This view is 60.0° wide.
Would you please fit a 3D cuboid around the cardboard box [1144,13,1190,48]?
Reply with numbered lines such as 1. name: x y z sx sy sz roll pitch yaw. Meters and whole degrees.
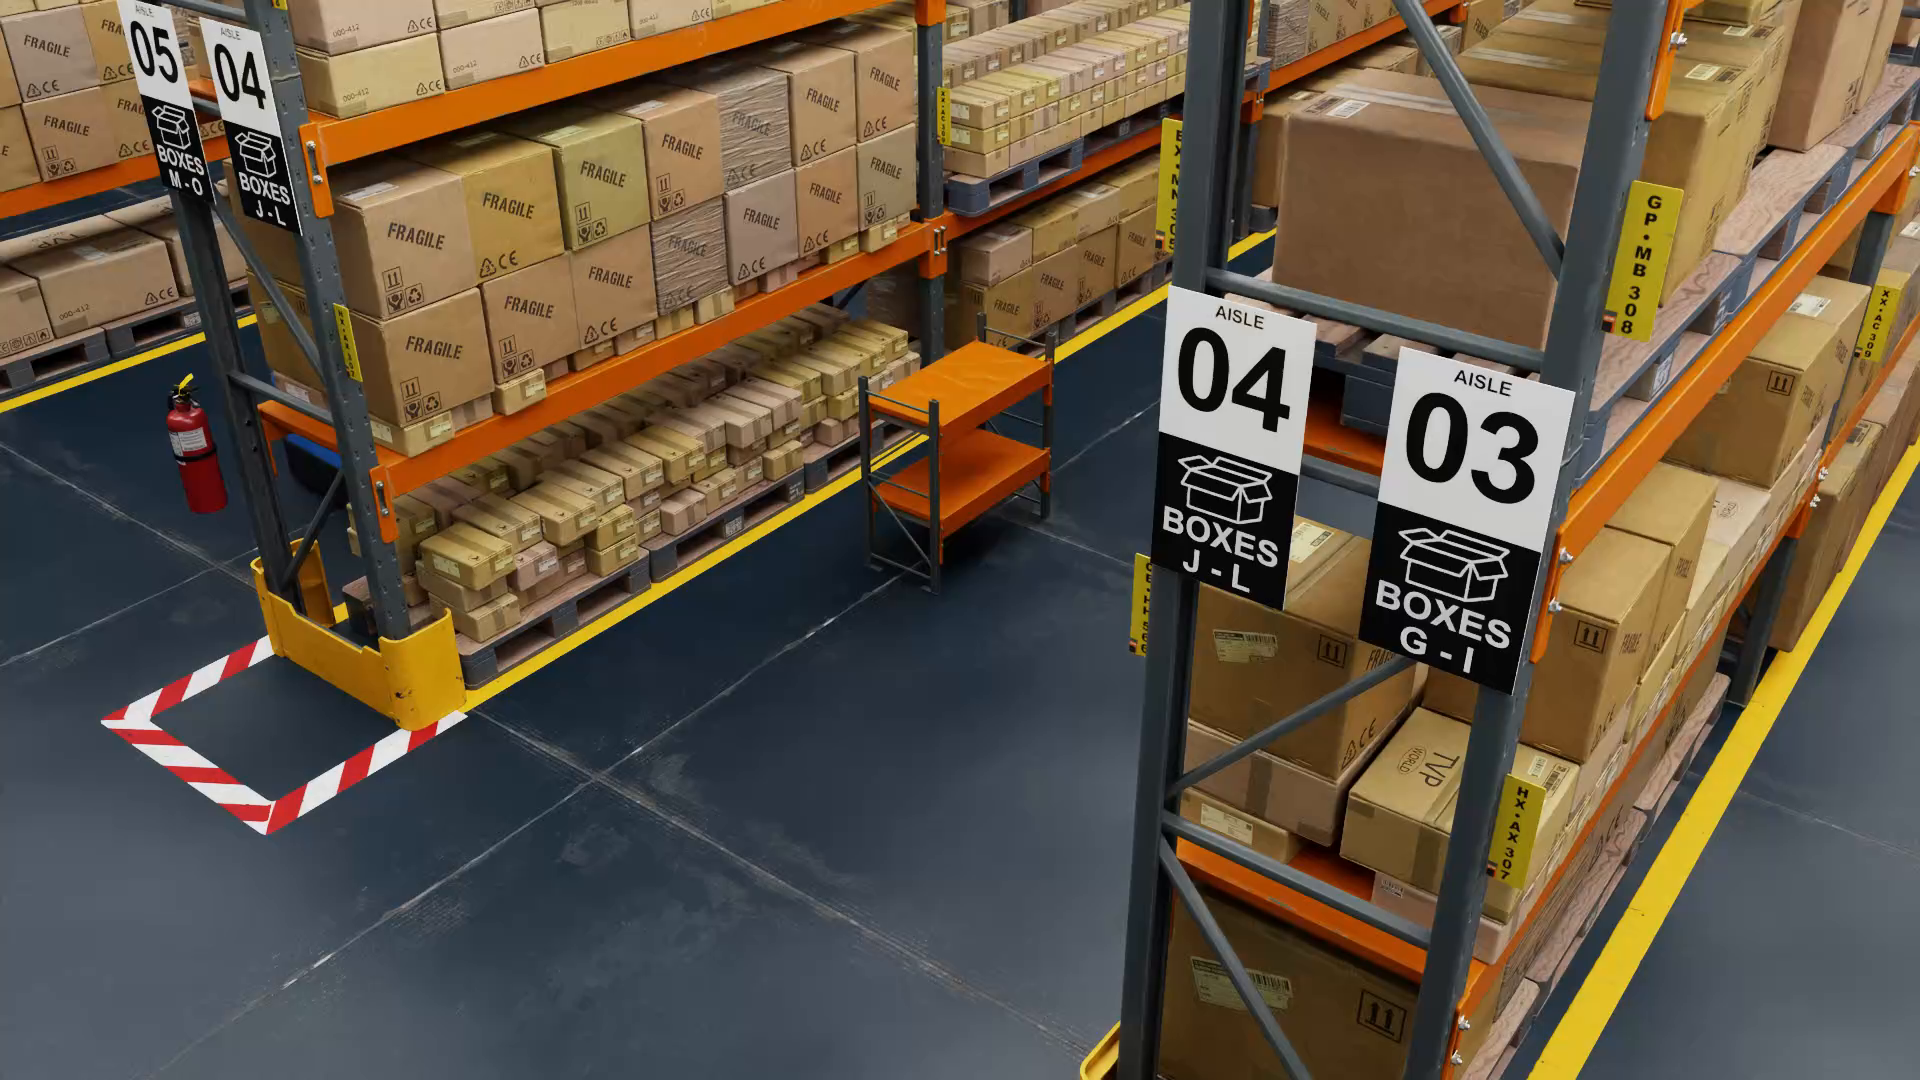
1. cardboard box: 1.482 -3.526 11.509 0.380 0.149 0.250 22 37 33

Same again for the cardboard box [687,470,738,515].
1. cardboard box: -1.453 -0.305 9.208 0.380 0.149 0.250 21 37 31

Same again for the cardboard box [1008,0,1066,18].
1. cardboard box: 0.860 -6.118 18.917 0.500 0.250 0.500 19 36 29

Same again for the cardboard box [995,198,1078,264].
1. cardboard box: 0.444 -2.094 11.145 0.500 0.250 0.500 22 37 33

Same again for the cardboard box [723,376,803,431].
1. cardboard box: -1.116 -0.776 9.418 0.380 0.149 0.250 19 36 29

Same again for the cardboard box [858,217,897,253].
1. cardboard box: -0.587 -1.795 9.584 0.380 0.149 0.250 20 36 30

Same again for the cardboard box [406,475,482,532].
1. cardboard box: -2.632 -0.192 8.432 0.380 0.149 0.250 22 37 32

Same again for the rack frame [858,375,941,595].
1. rack frame: -0.311 -0.275 8.610 0.500 1.125 0.032 21 37 31

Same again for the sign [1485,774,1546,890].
1. sign: 1.385 0.730 4.149 0.100 0.325 0.005 21 37 31

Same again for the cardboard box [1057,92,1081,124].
1. cardboard box: 0.539 -2.766 10.517 0.380 0.149 0.250 19 36 29

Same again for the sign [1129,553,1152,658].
1. sign: 0.522 0.191 4.618 0.100 0.325 0.005 21 37 31

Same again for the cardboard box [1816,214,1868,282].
1. cardboard box: 3.740 -1.399 7.586 0.797 0.503 0.637 20 36 30

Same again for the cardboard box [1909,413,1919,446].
1. cardboard box: 5.342 -1.281 10.141 1.225 0.875 0.875 19 36 29

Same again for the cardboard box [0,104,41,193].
1. cardboard box: -6.153 -2.450 10.344 0.500 0.500 0.500 21 36 31

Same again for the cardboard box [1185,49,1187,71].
1. cardboard box: 1.479 -3.397 11.582 0.380 0.149 0.250 21 37 31

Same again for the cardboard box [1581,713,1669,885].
1. cardboard box: 2.355 0.681 6.831 0.875 0.875 0.875 21 37 31

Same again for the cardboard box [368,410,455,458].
1. cardboard box: -2.490 -0.527 7.443 0.380 0.149 0.250 21 36 31

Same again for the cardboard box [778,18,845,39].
1. cardboard box: -0.999 -2.722 9.531 0.500 0.500 0.500 22 37 32

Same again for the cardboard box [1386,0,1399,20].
1. cardboard box: 3.585 -4.819 14.342 0.500 0.500 0.500 22 37 32

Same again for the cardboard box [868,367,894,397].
1. cardboard box: -0.623 -0.972 10.041 0.380 0.149 0.250 19 36 29

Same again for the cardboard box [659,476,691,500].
1. cardboard box: -1.682 -0.372 9.028 0.380 0.149 0.250 23 38 34

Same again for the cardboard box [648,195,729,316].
1. cardboard box: -1.545 -1.502 8.452 0.500 0.500 0.500 20 36 30

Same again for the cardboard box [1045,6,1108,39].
1. cardboard box: 0.815 -3.629 11.683 0.380 0.149 0.250 23 38 33

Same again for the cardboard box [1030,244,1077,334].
1. cardboard box: 0.443 -1.769 11.333 0.500 0.500 0.500 23 38 33

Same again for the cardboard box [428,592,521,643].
1. cardboard box: -2.376 0.327 8.140 0.380 0.149 0.250 22 37 32

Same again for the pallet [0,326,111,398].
1. pallet: -6.534 -1.236 11.128 1.003 0.211 1.213 21 37 31

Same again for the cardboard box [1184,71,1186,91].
1. cardboard box: 1.491 -3.281 11.679 0.380 0.149 0.250 21 36 31

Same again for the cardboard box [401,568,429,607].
1. cardboard box: -2.796 0.164 8.416 0.380 0.149 0.250 22 37 32

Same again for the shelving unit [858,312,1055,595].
1. shelving unit: -0.004 -0.481 8.959 0.538 1.125 1.048 21 37 31

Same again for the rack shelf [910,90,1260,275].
1. rack shelf: 0.675 -2.733 11.625 1.077 0.370 4.000 21 37 31

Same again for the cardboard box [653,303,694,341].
1. cardboard box: -1.589 -1.176 8.539 0.380 0.149 0.250 23 37 33

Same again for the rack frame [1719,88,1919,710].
1. rack frame: 3.361 -0.662 7.425 1.000 3.000 0.127 21 37 31

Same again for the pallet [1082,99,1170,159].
1. pallet: 0.720 -2.956 11.484 1.003 0.211 1.213 21 37 31

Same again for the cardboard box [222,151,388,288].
1. cardboard box: -2.869 -1.468 7.414 0.500 0.500 0.500 20 36 30

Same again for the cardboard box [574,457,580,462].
1. cardboard box: -2.242 -0.415 9.100 0.380 0.149 0.250 22 37 32

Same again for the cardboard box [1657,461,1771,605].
1. cardboard box: 2.685 -0.047 6.242 0.500 0.250 0.500 22 37 32

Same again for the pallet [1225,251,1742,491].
1. pallet: 1.386 -0.593 4.454 1.003 0.211 1.213 21 37 31

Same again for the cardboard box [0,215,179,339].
1. cardboard box: -6.090 -1.838 11.511 0.875 0.438 0.875 22 37 33

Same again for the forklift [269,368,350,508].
1. forklift: -2.599 -2.016 9.777 1.130 2.935 3.031 24 38 34

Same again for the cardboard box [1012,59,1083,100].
1. cardboard box: 0.545 -2.896 10.446 0.380 0.149 0.250 21 36 31

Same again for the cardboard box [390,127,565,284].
1. cardboard box: -2.165 -1.513 7.490 0.500 0.500 0.500 22 37 33

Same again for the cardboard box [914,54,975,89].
1. cardboard box: -0.127 -2.995 10.613 0.380 0.149 0.250 20 36 30

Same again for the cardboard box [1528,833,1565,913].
1. cardboard box: 1.577 0.924 4.995 0.380 0.149 0.250 21 36 31

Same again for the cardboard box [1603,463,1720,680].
1. cardboard box: 2.061 0.050 5.343 0.500 0.500 0.500 20 36 30

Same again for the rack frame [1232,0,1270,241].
1. rack frame: 1.882 -3.856 12.814 1.000 3.000 0.127 21 37 31

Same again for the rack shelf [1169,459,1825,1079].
1. rack shelf: 2.153 0.460 6.237 1.077 0.370 4.000 21 37 31

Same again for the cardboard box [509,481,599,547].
1. cardboard box: -2.035 -0.135 8.336 0.380 0.149 0.250 21 37 31

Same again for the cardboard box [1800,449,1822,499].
1. cardboard box: 3.438 -0.329 7.110 0.380 0.149 0.250 21 37 32

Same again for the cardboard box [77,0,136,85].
1. cardboard box: -5.527 -3.294 10.787 0.500 0.500 0.500 21 37 31

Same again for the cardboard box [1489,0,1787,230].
1. cardboard box: 1.927 -1.238 4.847 0.700 0.500 0.500 18 35 28

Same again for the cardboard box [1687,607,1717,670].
1. cardboard box: 2.508 0.296 6.054 0.380 0.149 0.250 22 37 32

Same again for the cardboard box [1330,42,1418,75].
1. cardboard box: 3.408 -4.023 14.892 1.050 0.750 0.750 21 37 31

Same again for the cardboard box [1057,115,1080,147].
1. cardboard box: 0.541 -2.638 10.593 0.380 0.149 0.250 22 37 32

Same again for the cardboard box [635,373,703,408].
1. cardboard box: -1.689 -0.824 9.500 0.380 0.149 0.250 19 36 29
